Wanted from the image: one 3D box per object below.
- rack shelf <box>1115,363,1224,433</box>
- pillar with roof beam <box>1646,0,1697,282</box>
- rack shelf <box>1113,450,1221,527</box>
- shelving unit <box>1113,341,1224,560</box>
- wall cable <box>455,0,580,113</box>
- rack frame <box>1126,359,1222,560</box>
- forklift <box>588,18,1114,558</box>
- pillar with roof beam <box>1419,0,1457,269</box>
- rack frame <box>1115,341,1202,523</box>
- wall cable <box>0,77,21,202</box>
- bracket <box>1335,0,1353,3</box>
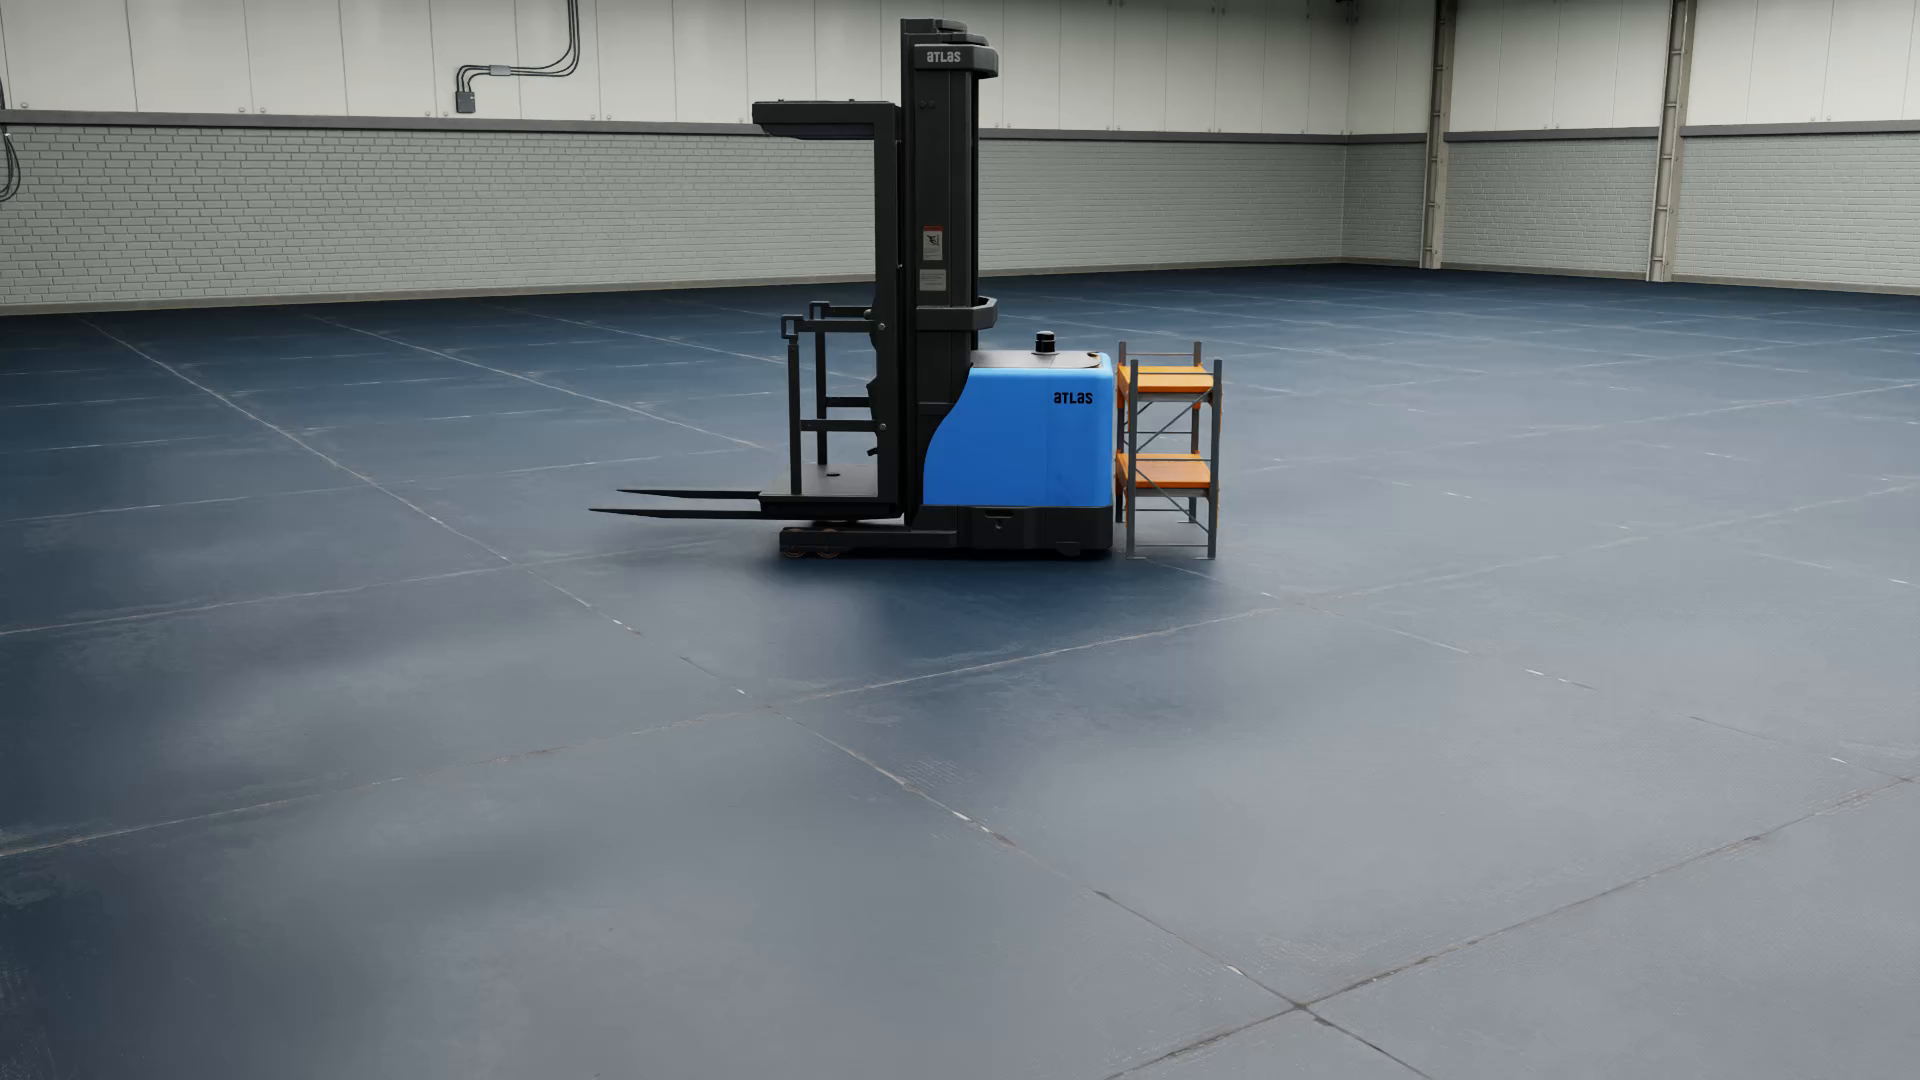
[{"bbox_3d":[1.203,-0.837,9.687,0.538,0.278,1.000,0,12,2],"label":"rack shelf"},{"bbox_3d":[10.793,-9.211,30.918,9.100,9.000,0.400,-8,15,-33],"label":"pillar with roof beam"},{"bbox_3d":[1.203,-0.312,9.802,0.538,0.278,1.000,0,12,2],"label":"rack shelf"},{"bbox_3d":[1.203,-0.551,9.749,0.538,1.125,1.048,0,12,2],"label":"shelving unit"},{"bbox_3d":[-7.790,-10.522,28.952,2.305,6.003,0.169,-8,15,-33],"label":"wall cable"},{"bbox_3d":[1.188,-0.443,9.253,0.500,1.125,0.032,0,12,2],"label":"rack frame"},{"bbox_3d":[-0.623,-1.441,9.591,3.031,2.935,1.130,1,12,4],"label":"forklift"},{"bbox_3d":[7.469,-10.278,35.798,9.100,9.000,0.548,-8,15,-33],"label":"pillar with roof beam"},{"bbox_3d":[1.219,-0.660,10.246,0.500,1.125,0.032,0,12,2],"label":"rack frame"},{"bbox_3d":[-15.702,-6.223,24.522,3.097,2.526,0.112,-8,15,-33],"label":"wall cable"},{"bbox_3d":[9.214,-12.999,39.816,0.235,0.232,0.430,-8,15,-33],"label":"bracket"}]
